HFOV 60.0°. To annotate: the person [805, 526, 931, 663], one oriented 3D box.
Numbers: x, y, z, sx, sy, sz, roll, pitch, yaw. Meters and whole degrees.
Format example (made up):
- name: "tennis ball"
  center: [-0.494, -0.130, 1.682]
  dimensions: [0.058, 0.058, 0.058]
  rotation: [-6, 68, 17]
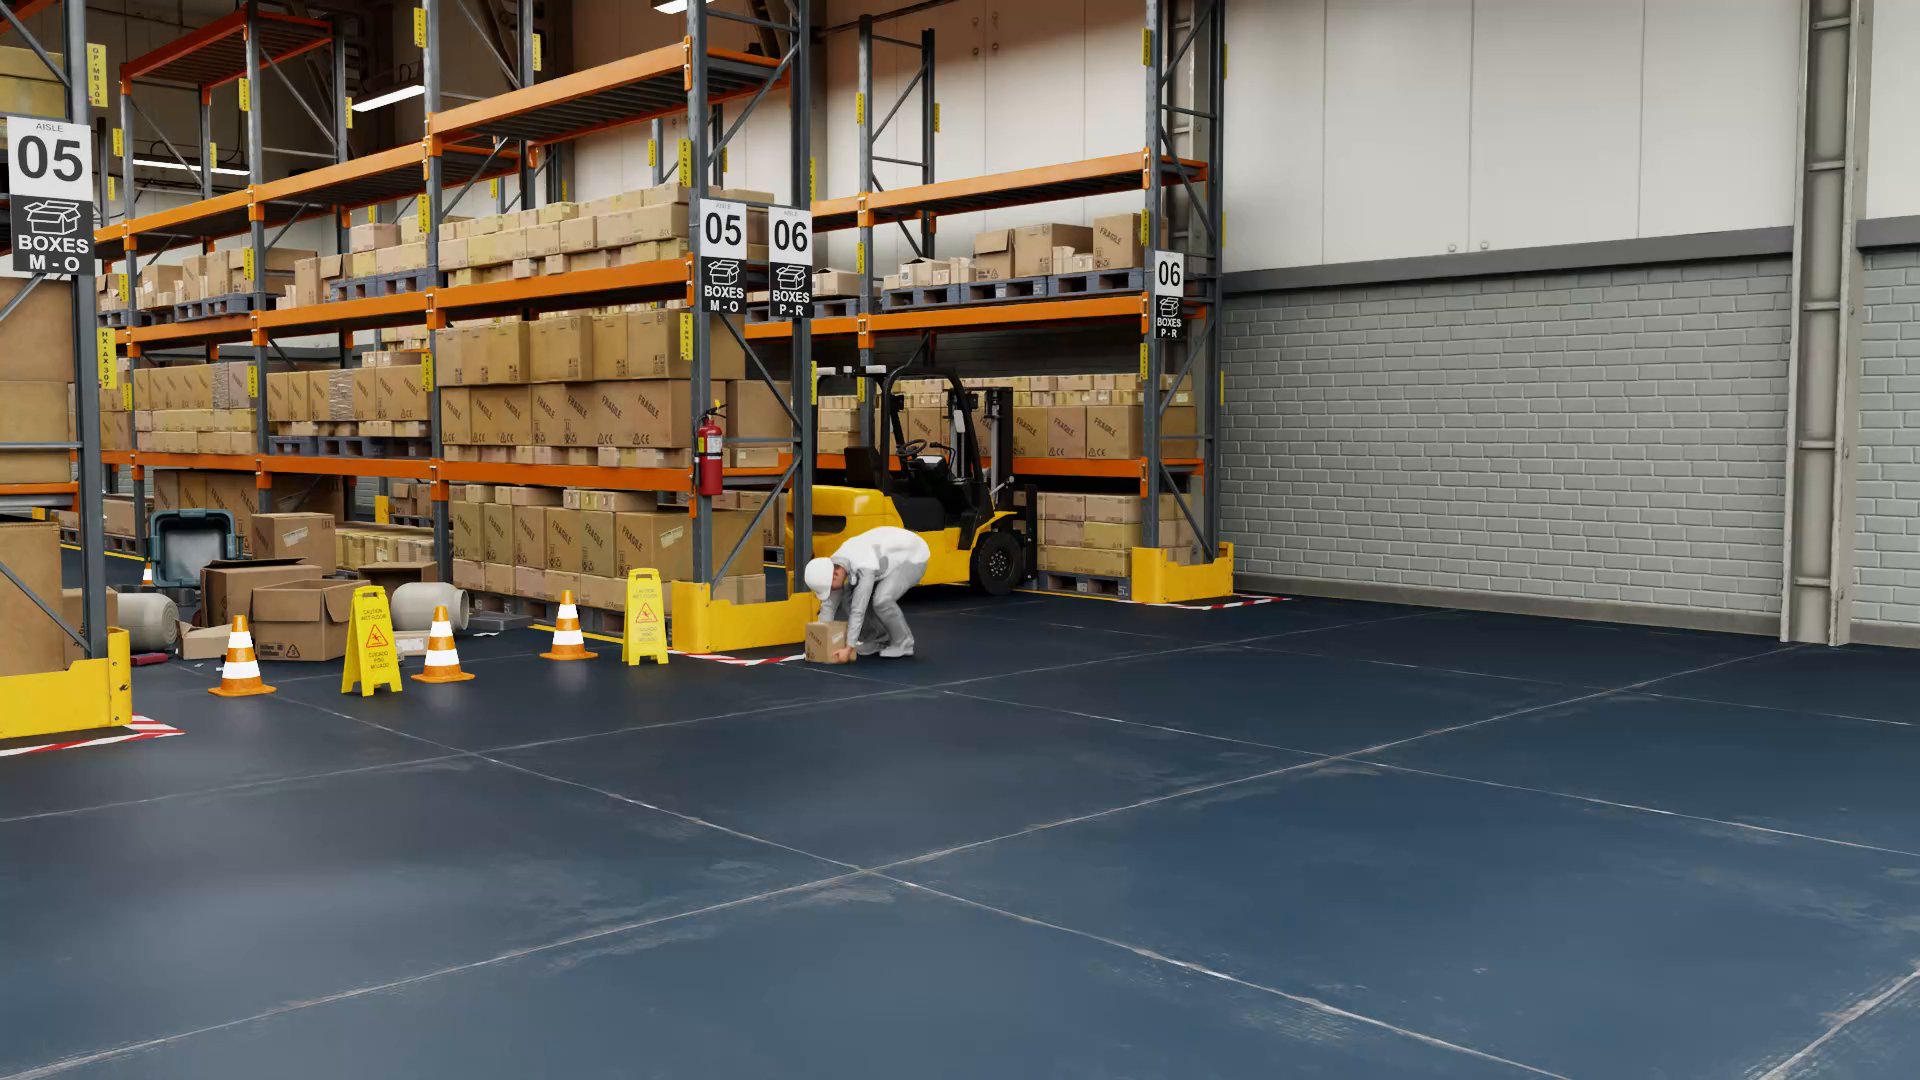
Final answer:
- name: "person"
  center: [-0.658, 0.371, 11.553]
  dimensions: [1.000, 0.915, 0.511]
  rotation: [-3, 5, -41]
